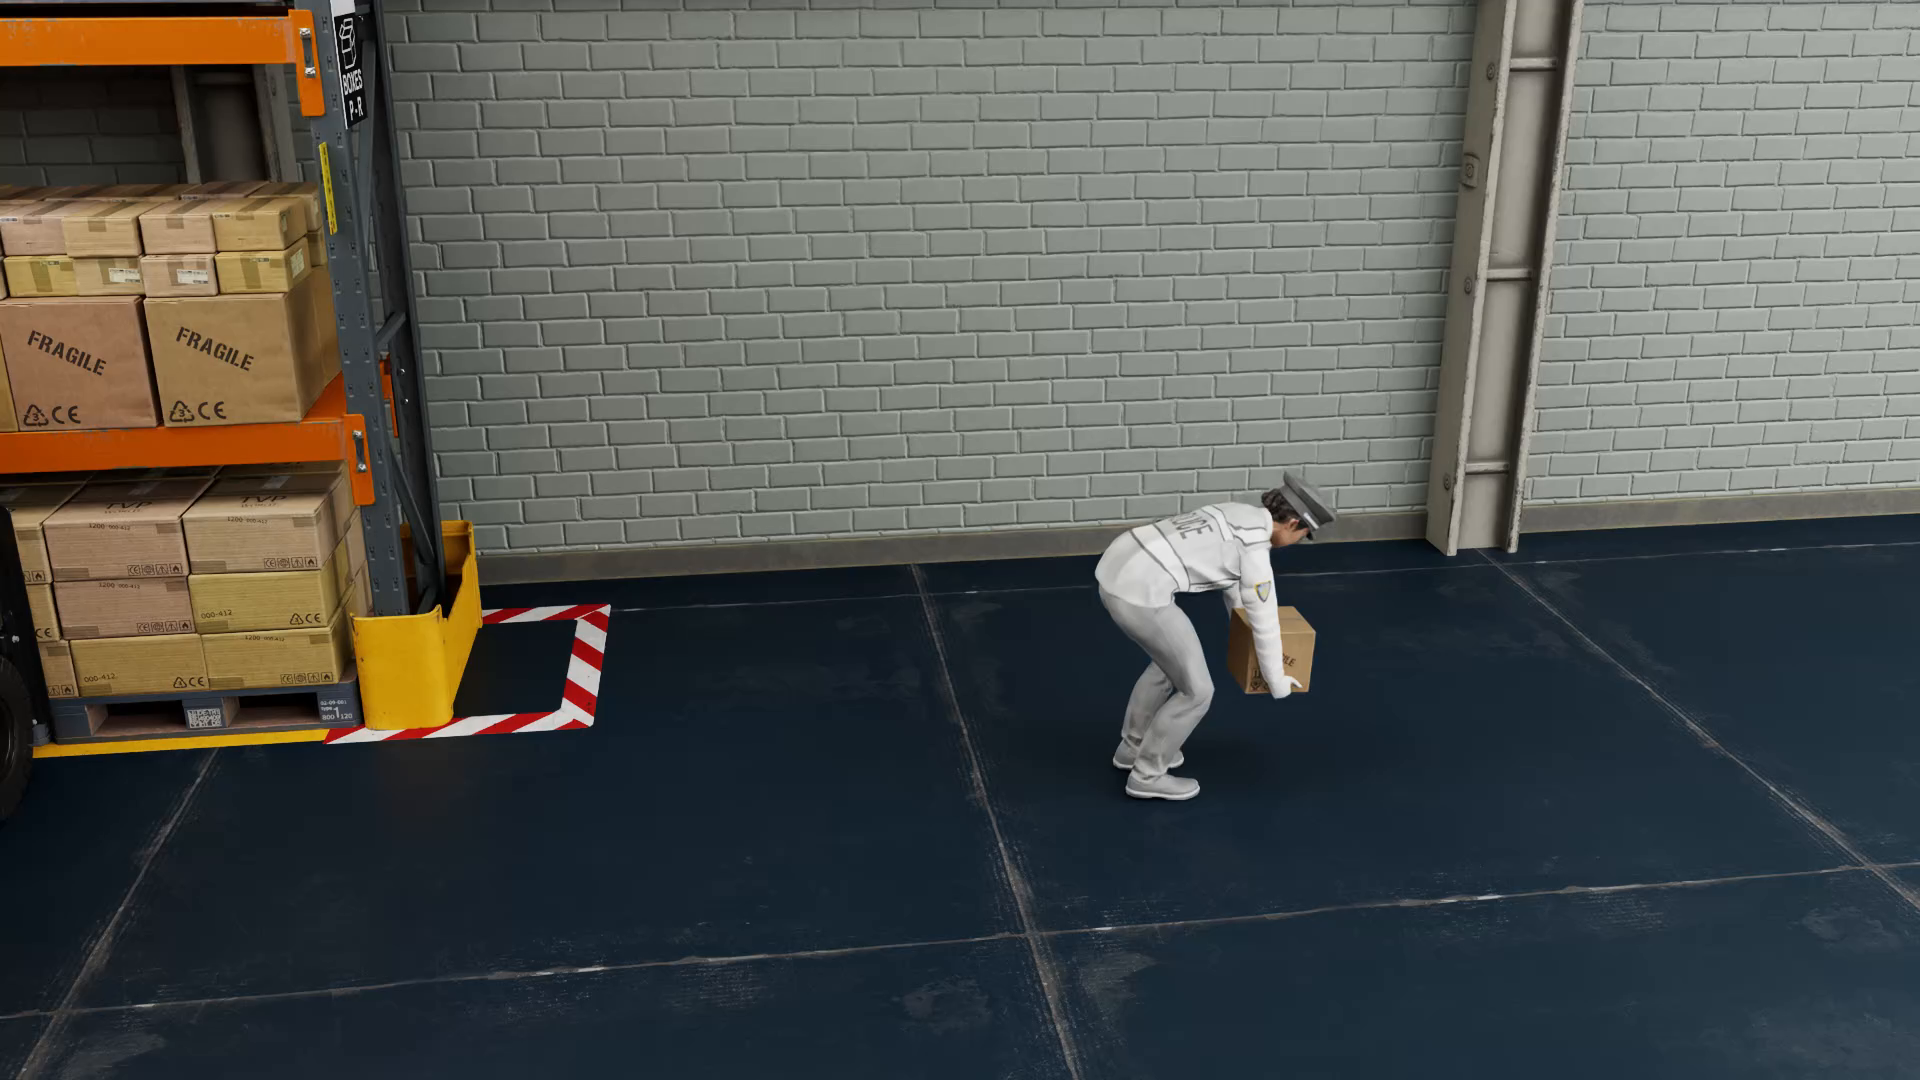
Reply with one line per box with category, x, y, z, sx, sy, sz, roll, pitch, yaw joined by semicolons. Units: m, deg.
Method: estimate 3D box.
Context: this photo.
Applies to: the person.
person;0.957;0.350;6.279;0.904;1.214;0.429;-4;20;-10
